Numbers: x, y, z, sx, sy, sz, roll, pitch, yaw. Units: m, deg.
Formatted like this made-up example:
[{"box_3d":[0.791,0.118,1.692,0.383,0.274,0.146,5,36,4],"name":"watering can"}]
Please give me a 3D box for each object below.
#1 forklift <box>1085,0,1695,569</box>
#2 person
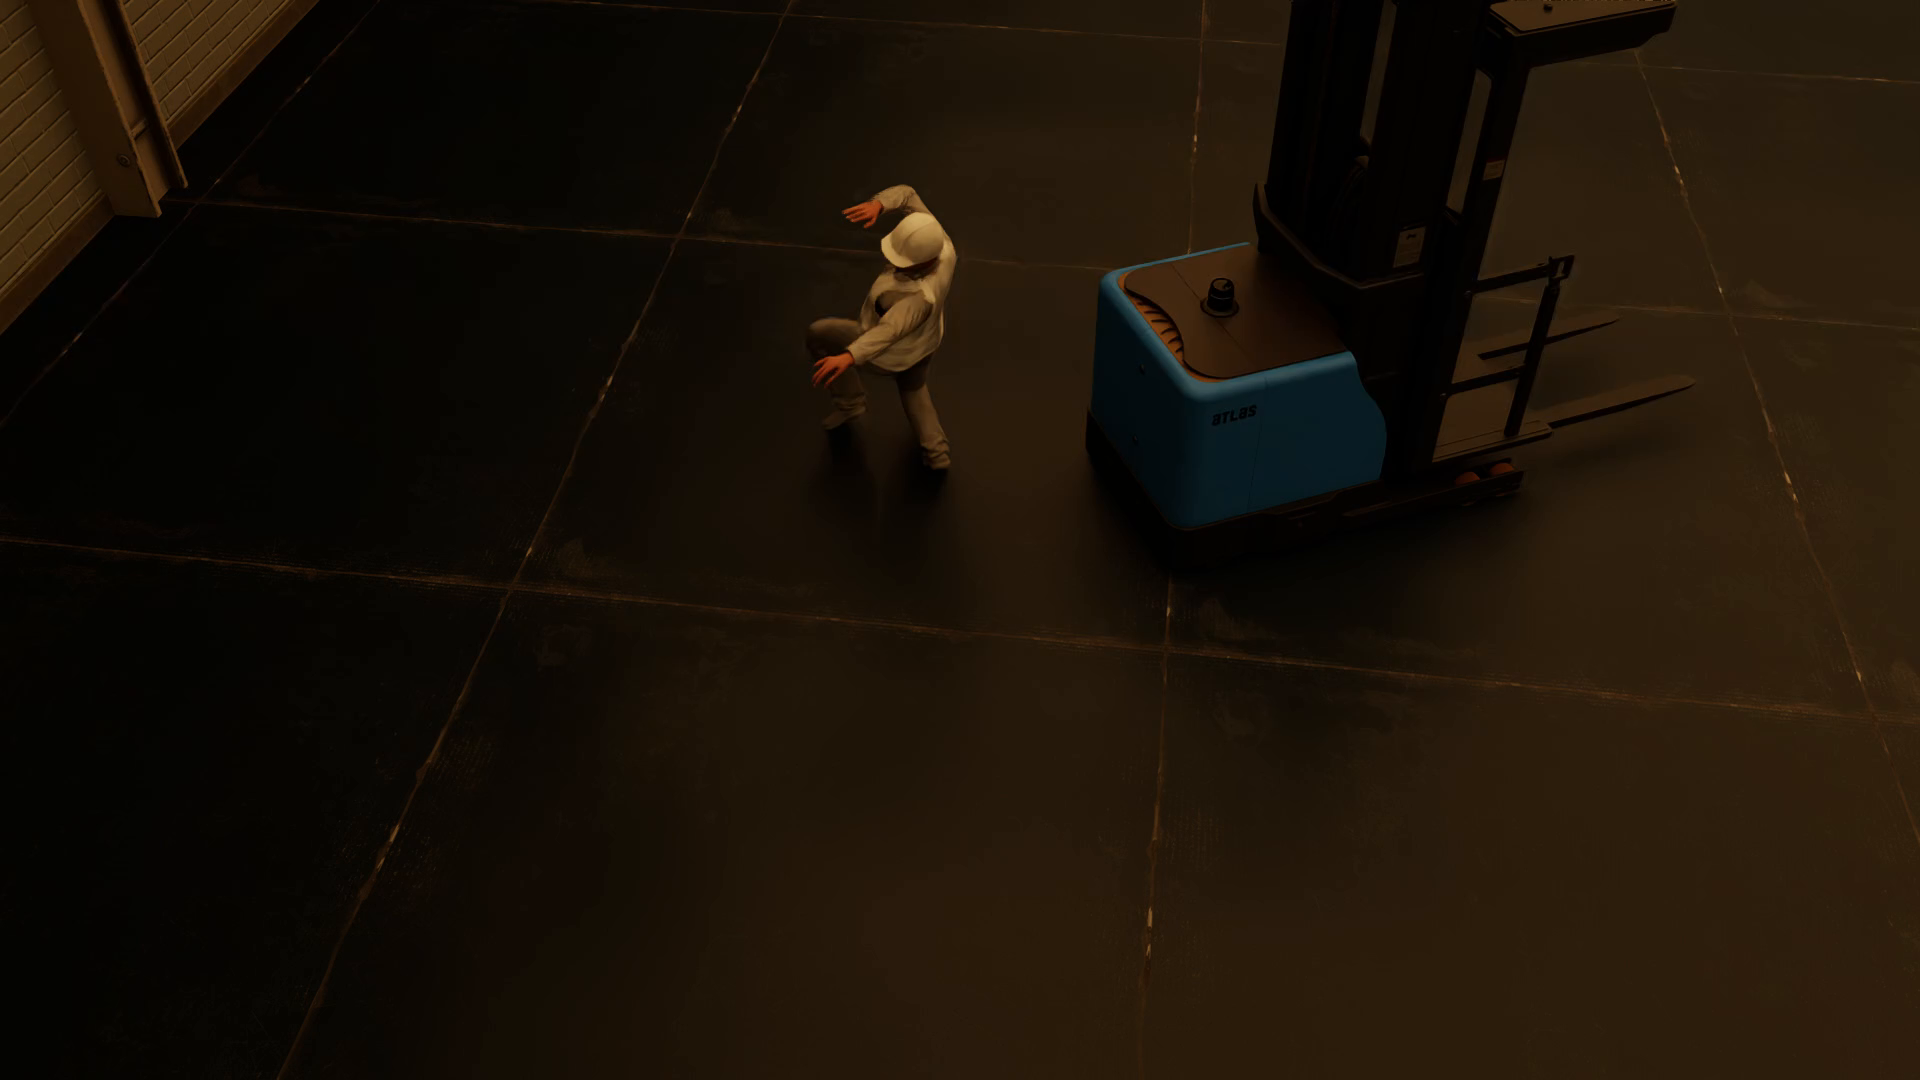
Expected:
[{"box_3d":[2.197,-1.565,7.428,3.031,2.935,1.130,-14,44,-15],"name":"forklift"},{"box_3d":[-0.532,-0.885,7.787,0.896,1.494,1.042,32,51,30],"name":"person"}]
